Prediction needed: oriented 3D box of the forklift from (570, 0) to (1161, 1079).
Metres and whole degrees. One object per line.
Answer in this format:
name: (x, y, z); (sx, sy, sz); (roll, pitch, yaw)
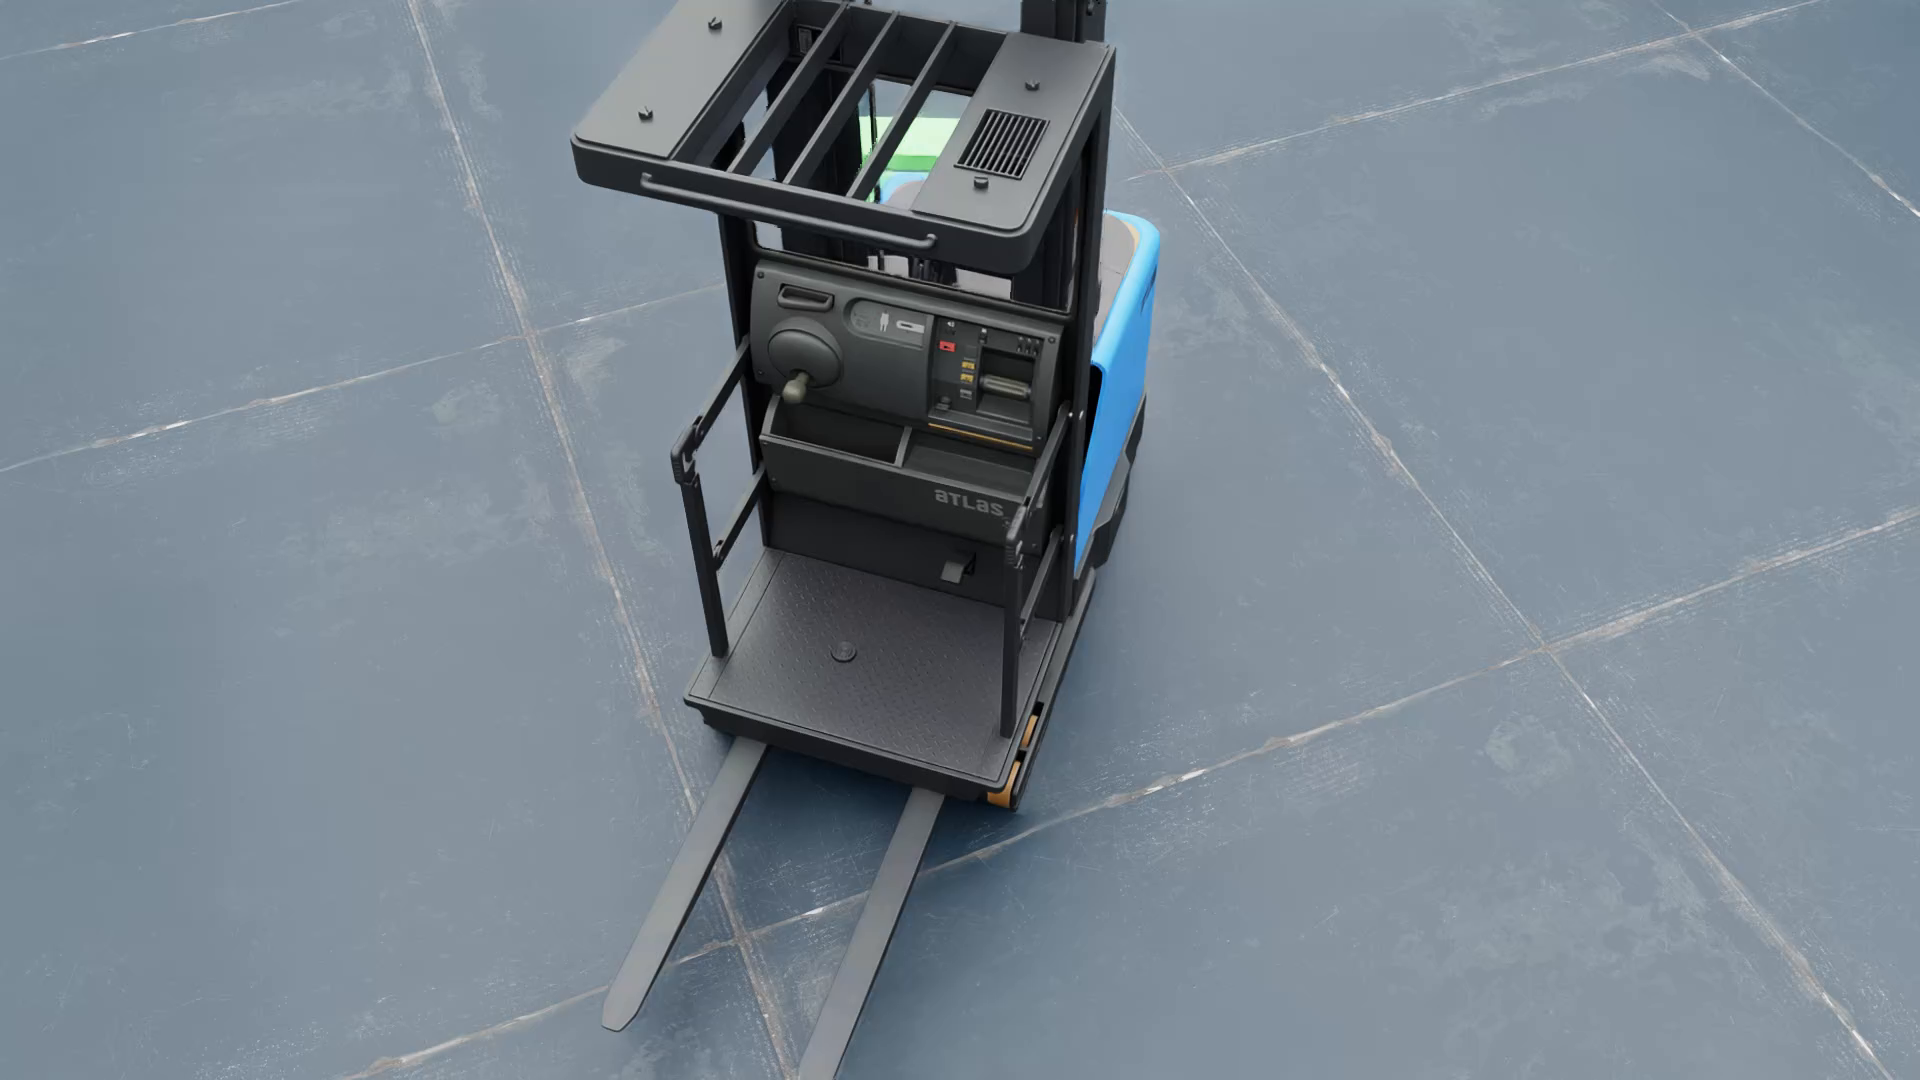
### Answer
forklift: (-0.234, -0.427, 4.685); (1.130, 2.935, 3.031); (14, 51, 12)

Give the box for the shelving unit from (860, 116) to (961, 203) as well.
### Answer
shelving unit: (-0.158, -1.159, 6.448); (0.503, 1.200, 0.258); (1, 47, 1)

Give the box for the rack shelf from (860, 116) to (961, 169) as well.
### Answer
rack shelf: (-0.157, -1.441, 6.142); (0.480, 0.148, 0.258); (1, 47, 1)

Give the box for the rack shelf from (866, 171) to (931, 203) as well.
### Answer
rack shelf: (-0.158, -1.278, 6.319); (0.480, 0.148, 0.258); (1, 47, 1)
